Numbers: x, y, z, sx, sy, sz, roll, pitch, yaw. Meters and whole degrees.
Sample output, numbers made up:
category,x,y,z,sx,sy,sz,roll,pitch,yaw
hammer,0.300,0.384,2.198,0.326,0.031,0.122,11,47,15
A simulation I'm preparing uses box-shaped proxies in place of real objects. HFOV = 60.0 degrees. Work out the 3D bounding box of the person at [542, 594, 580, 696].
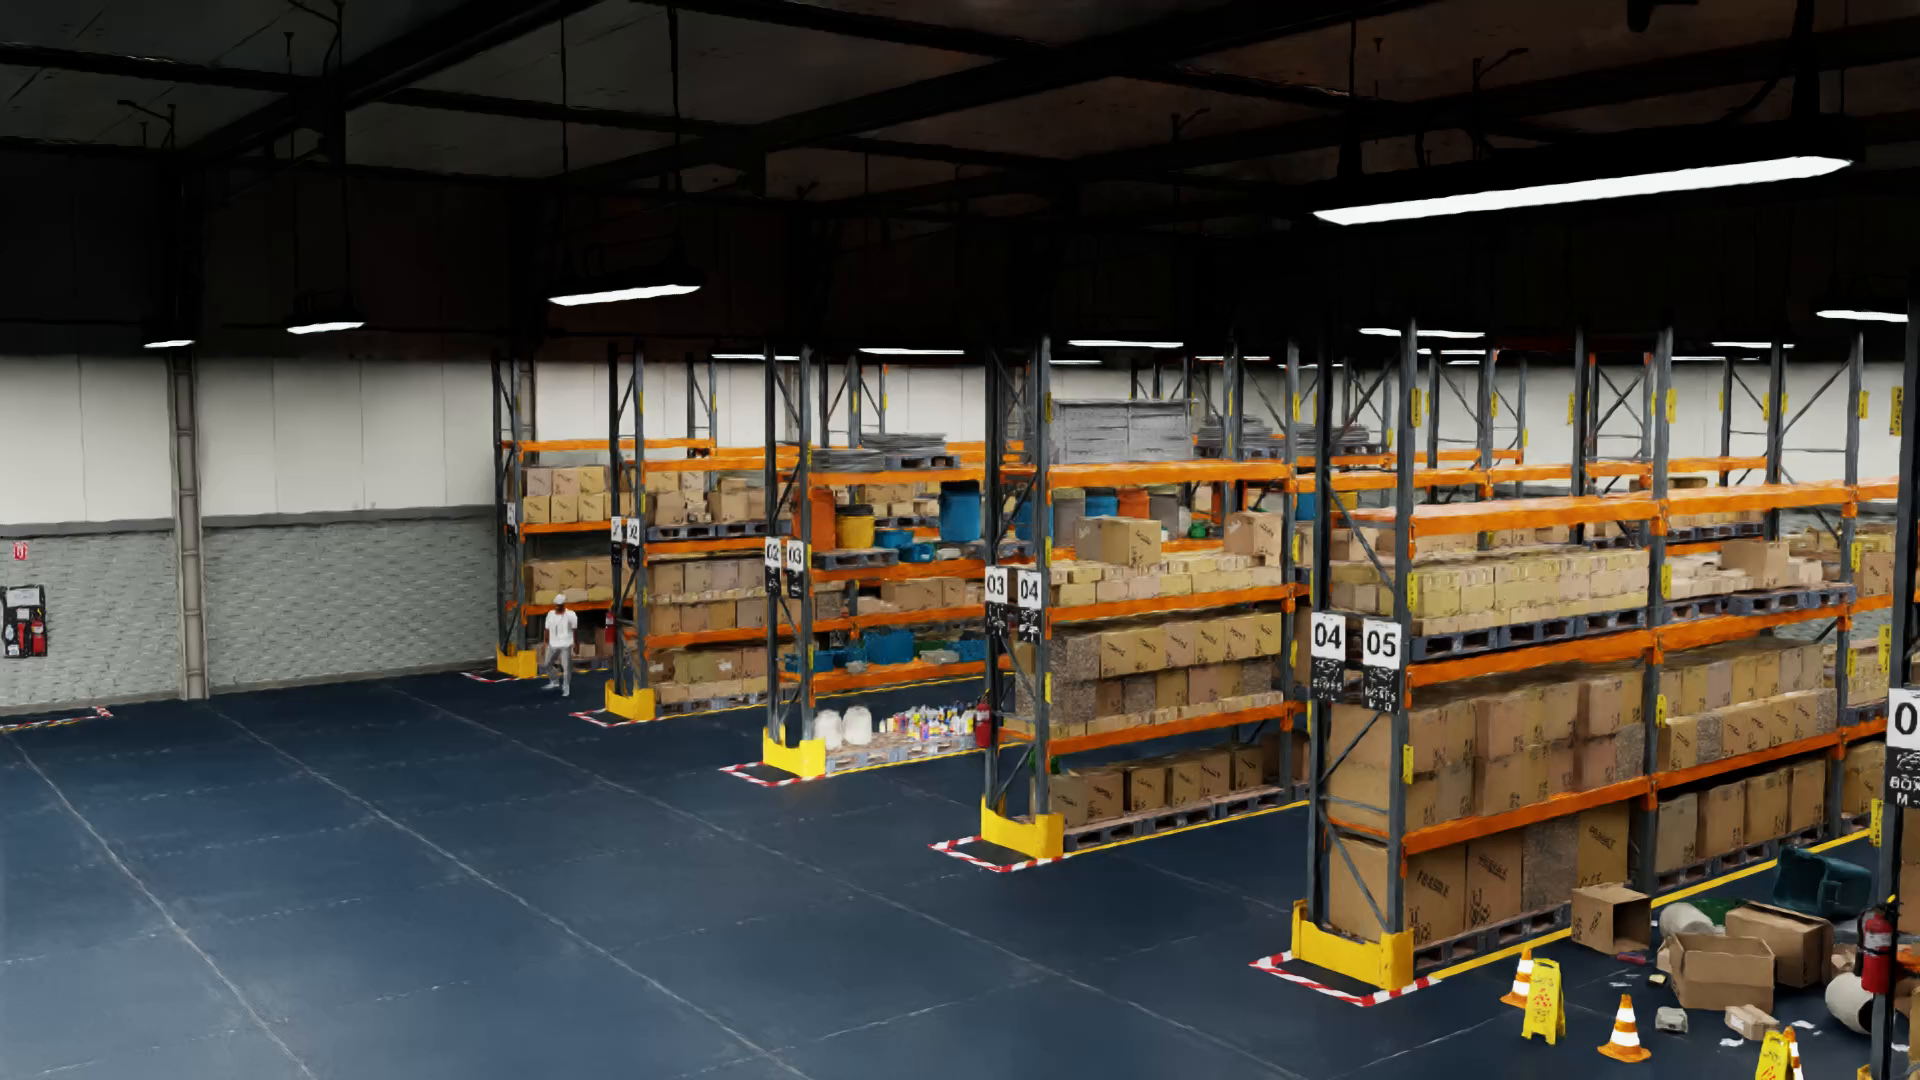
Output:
category,x,y,z,sx,sy,sz,roll,pitch,yaw
person,-6.903,1.781,28.541,0.746,1.759,0.529,1,5,13

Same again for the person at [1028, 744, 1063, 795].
category,x,y,z,sx,sy,sz,roll,pitch,yaw
person,1.070,2.459,21.034,0.552,1.742,0.660,-4,6,-38

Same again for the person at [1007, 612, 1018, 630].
category,x,y,z,sx,sy,sz,roll,pitch,yaw
person,1.092,1.254,34.638,1.106,1.703,0.568,-4,6,-35
